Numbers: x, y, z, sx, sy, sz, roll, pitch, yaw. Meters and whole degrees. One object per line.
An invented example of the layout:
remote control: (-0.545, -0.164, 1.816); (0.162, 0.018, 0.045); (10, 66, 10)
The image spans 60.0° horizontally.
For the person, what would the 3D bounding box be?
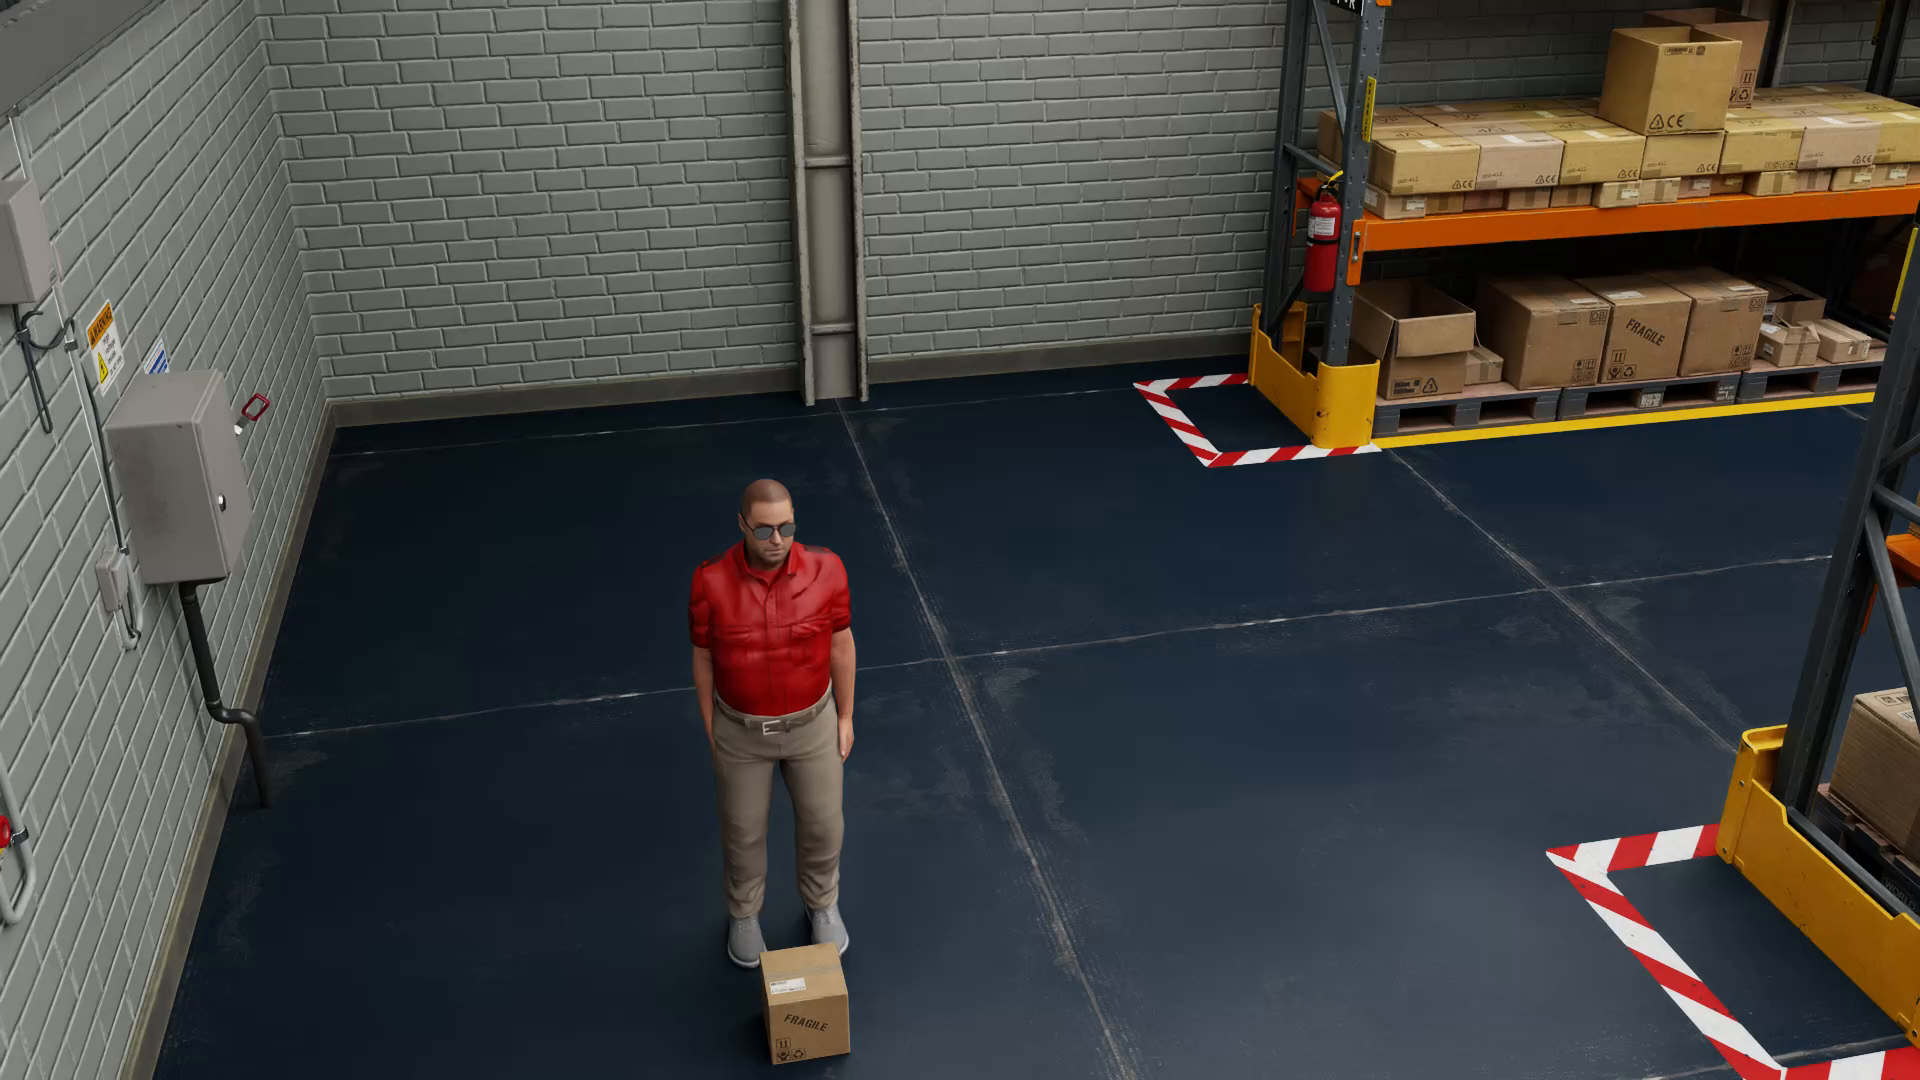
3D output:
person: (-0.587, 0.655, 5.441); (0.527, 1.627, 0.361); (-5, 27, -10)
